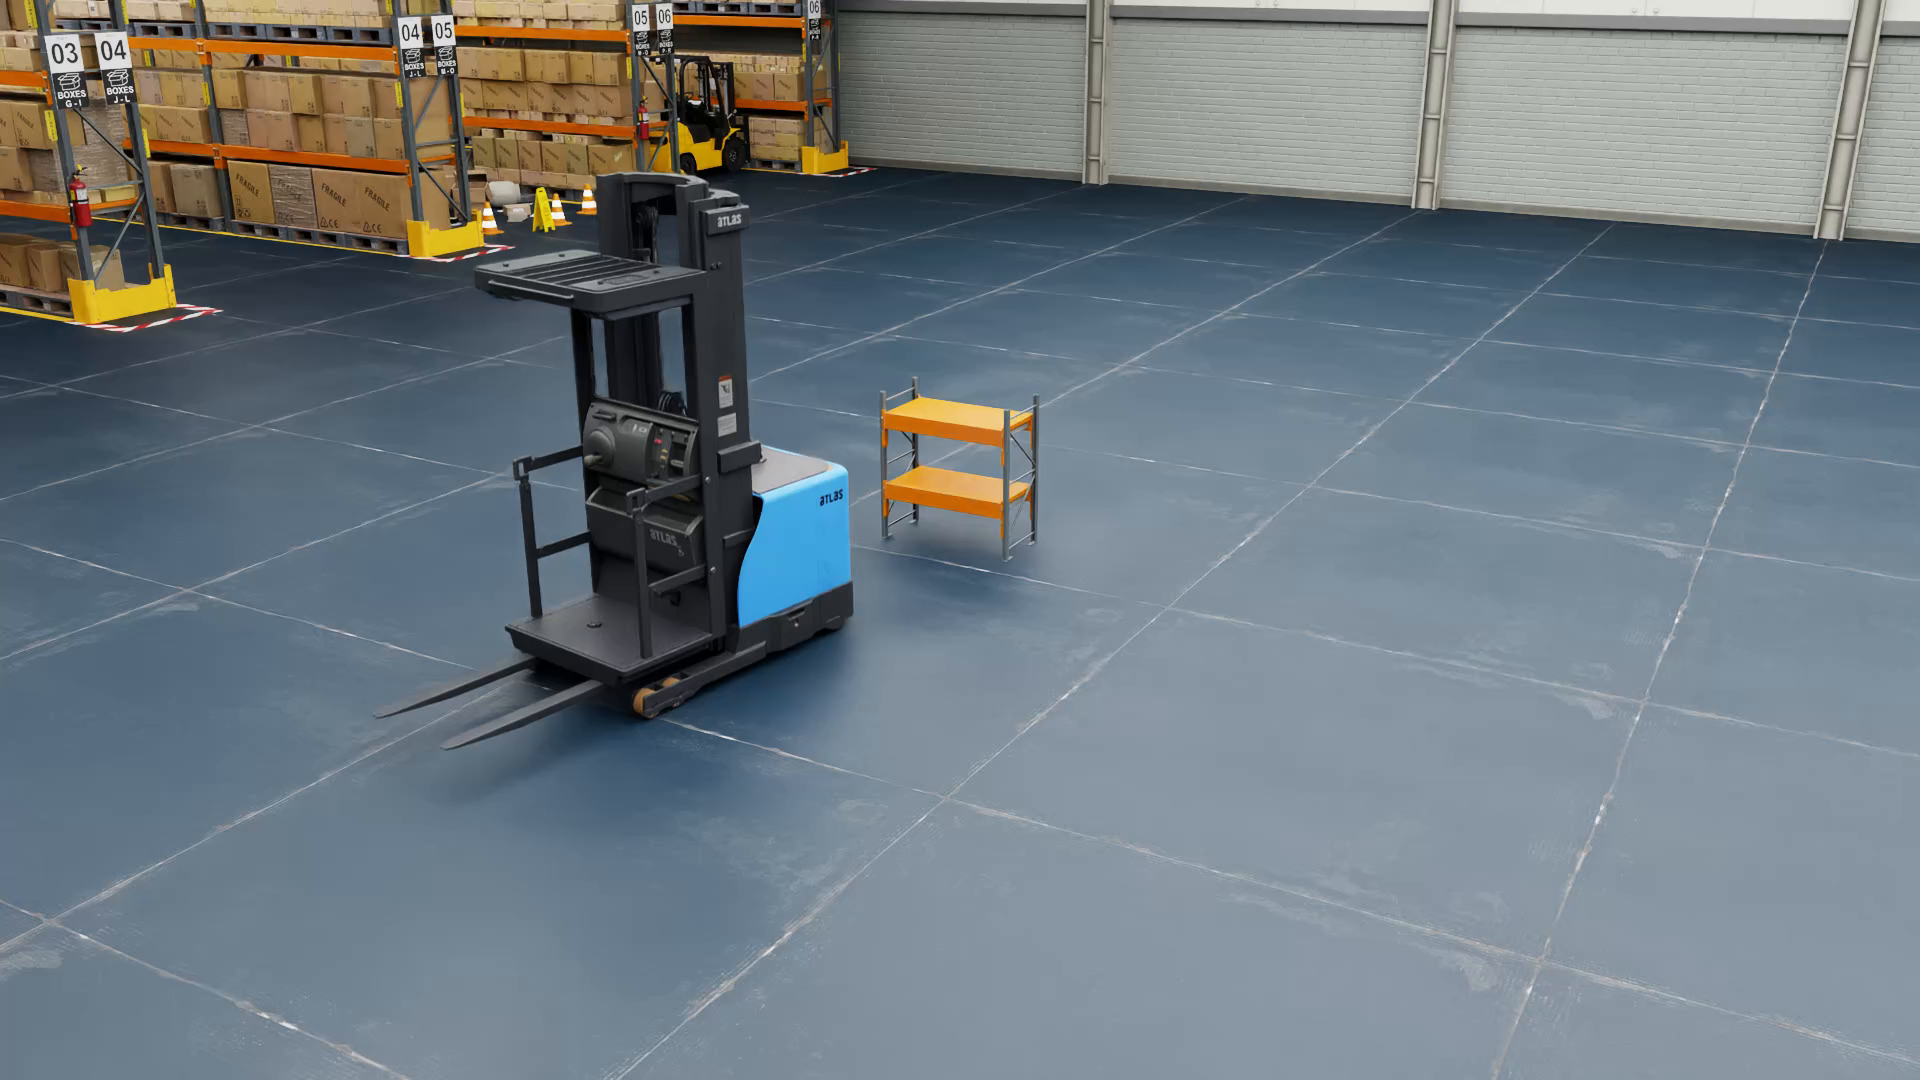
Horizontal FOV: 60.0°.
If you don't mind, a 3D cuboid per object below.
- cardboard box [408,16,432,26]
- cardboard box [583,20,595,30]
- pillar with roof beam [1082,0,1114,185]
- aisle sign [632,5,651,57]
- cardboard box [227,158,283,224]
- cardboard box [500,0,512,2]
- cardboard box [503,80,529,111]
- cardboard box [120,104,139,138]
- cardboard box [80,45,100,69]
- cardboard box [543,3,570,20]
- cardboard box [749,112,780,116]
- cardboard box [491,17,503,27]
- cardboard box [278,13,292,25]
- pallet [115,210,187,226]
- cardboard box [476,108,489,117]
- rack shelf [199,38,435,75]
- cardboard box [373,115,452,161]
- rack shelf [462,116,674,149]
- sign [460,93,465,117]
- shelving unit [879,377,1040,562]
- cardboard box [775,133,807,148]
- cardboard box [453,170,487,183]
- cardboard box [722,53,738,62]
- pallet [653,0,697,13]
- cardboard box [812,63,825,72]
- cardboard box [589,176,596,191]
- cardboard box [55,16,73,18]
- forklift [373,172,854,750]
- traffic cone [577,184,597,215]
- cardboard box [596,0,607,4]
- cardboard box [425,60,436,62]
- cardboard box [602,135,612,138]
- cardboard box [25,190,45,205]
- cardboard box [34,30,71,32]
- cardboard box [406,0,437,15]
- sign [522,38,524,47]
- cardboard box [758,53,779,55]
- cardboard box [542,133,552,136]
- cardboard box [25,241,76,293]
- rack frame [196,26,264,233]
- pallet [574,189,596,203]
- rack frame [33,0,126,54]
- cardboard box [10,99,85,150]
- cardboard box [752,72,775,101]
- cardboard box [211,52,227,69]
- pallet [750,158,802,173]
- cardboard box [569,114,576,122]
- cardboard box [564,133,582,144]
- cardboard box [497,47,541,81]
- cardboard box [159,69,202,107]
[{"bbox_3d":[-7.489,-7.243,23.141,0.250,0.149,0.380,11,23,28],"label":"cardboard box"},{"bbox_3d":[-5.917,-8.399,27.089,0.250,0.149,0.380,12,23,29],"label":"cardboard box"},{"bbox_3d":[0.367,-9.448,25.214,0.400,9.000,9.100,11,23,27],"label":"pillar with roof beam"},{"bbox_3d":[-5.108,-8.170,26.677,0.004,0.787,0.394,11,23,27],"label":"aisle sign"},{"bbox_3d":[-10.324,-5.293,25.057,0.875,0.875,0.875,11,23,28],"label":"cardboard box"},{"bbox_3d":[-7.472,-9.068,27.766,0.250,0.149,0.380,10,22,26],"label":"cardboard box"},{"bbox_3d":[-7.383,-7.577,28.271,0.500,0.500,0.500,11,22,27],"label":"cardboard box"},{"bbox_3d":[-12.751,-6.525,25.809,0.500,0.500,0.500,11,22,27],"label":"cardboard box"},{"bbox_3d":[-10.148,-5.591,19.201,0.500,0.250,0.500,12,23,29],"label":"cardboard box"},{"bbox_3d":[-6.493,-8.698,27.329,0.500,0.250,0.500,12,23,29],"label":"cardboard box"},{"bbox_3d":[-3.800,-8.203,32.529,0.500,0.250,0.500,11,22,27],"label":"cardboard box"},{"bbox_3d":[-7.689,-8.755,28.072,0.250,0.149,0.380,12,23,29],"label":"cardboard box"},{"bbox_3d":[-9.359,-7.341,23.412,0.250,0.149,0.380,11,23,28],"label":"cardboard box"},{"bbox_3d":[-12.618,-5.217,26.438,1.213,0.211,1.003,11,23,27],"label":"pallet"},{"bbox_3d":[-8.148,-7.417,28.783,0.250,0.149,0.380,12,23,29],"label":"cardboard box"},{"bbox_3d":[-9.092,-6.959,23.806,4.000,0.370,1.077,11,23,27],"label":"rack shelf"},{"bbox_3d":[-7.692,-5.673,23.386,0.550,0.550,0.875,11,23,27],"label":"cardboard box"},{"bbox_3d":[-6.767,-7.039,28.427,4.000,0.370,1.077,11,23,27],"label":"rack shelf"},{"bbox_3d":[-7.071,-6.163,23.570,0.005,0.325,0.100,11,23,27],"label":"sign"},{"bbox_3d":[-0.006,-0.530,12.176,1.048,1.125,0.538,11,23,27],"label":"shelving unit"},{"bbox_3d":[-3.181,-7.651,31.741,0.500,0.250,0.500,10,22,27],"label":"cardboard box"},{"bbox_3d":[-8.241,-5.953,28.039,0.500,0.500,0.500,-7,21,-20],"label":"cardboard box"},{"bbox_3d":[-4.361,-9.265,31.974,0.250,0.149,0.380,11,23,28],"label":"cardboard box"},{"bbox_3d":[-5.338,-10.423,32.430,1.213,0.211,1.003,11,23,27],"label":"pallet"},{"bbox_3d":[-2.773,-9.009,31.703,0.250,0.149,0.380,10,22,26],"label":"cardboard box"},{"bbox_3d":[-5.878,-6.008,27.945,0.500,0.250,0.500,11,23,27],"label":"cardboard box"},{"bbox_3d":[-14.699,-8.516,26.898,0.500,0.500,0.500,11,23,27],"label":"cardboard box"},{"bbox_3d":[-2.005,-0.547,9.574,1.130,2.935,3.031,15,25,36],"label":"forklift"},{"bbox_3d":[-6.025,-5.540,26.958,0.334,0.463,0.336,11,23,27],"label":"traffic cone"},{"bbox_3d":[-5.666,-8.734,26.845,0.250,0.149,0.380,11,23,28],"label":"cardboard box"},{"bbox_3d":[-9.461,-8.185,29.331,0.500,0.500,0.500,11,23,28],"label":"cardboard box"},{"bbox_3d":[-7.230,-8.484,34.222,0.625,0.625,0.875,11,22,27],"label":"cardboard box"},{"bbox_3d":[-10.664,-4.030,19.446,0.250,0.149,0.380,11,23,27],"label":"cardboard box"},{"bbox_3d":[-10.441,-5.813,19.229,0.250,0.149,0.380,10,22,26],"label":"cardboard box"},{"bbox_3d":[-7.643,-7.435,23.085,0.500,0.250,0.500,11,23,27],"label":"cardboard box"},{"bbox_3d":[-9.320,-10.564,35.390,0.005,0.325,0.100,11,23,27],"label":"sign"},{"bbox_3d":[-3.693,-9.309,32.096,0.250,0.149,0.380,12,23,29],"label":"cardboard box"},{"bbox_3d":[-7.420,-6.865,29.208,0.500,0.500,0.500,11,23,28],"label":"cardboard box"},{"bbox_3d":[-10.929,-3.315,20.155,0.500,0.500,0.500,18,27,41],"label":"cardboard box"},{"bbox_3d":[-10.839,-6.219,25.112,0.127,3.000,1.000,11,23,27],"label":"rack frame"},{"bbox_3d":[-5.779,-5.892,28.299,1.213,0.211,1.003,11,23,27],"label":"pallet"},{"bbox_3d":[-9.854,-6.915,18.231,0.127,3.000,1.000,11,23,27],"label":"rack frame"},{"bbox_3d":[-10.454,-4.769,19.065,0.500,0.500,0.500,11,23,27],"label":"cardboard box"},{"bbox_3d":[-3.609,-8.663,31.701,0.500,0.500,0.500,12,23,29],"label":"cardboard box"},{"bbox_3d":[-13.904,-9.154,31.589,0.500,0.500,0.500,10,22,26],"label":"cardboard box"},{"bbox_3d":[-3.291,-7.327,32.254,1.213,0.211,1.003,11,23,27],"label":"pallet"},{"bbox_3d":[-6.335,-7.101,27.912,0.250,0.149,0.380,11,23,28],"label":"cardboard box"},{"bbox_3d":[-6.418,-6.746,27.930,0.250,0.149,0.380,11,23,28],"label":"cardboard box"},{"bbox_3d":[-7.374,-8.046,28.098,0.500,0.500,0.700,10,22,26],"label":"cardboard box"},{"bbox_3d":[-11.725,-6.902,25.381,0.500,0.500,0.700,10,22,26],"label":"cardboard box"}]
